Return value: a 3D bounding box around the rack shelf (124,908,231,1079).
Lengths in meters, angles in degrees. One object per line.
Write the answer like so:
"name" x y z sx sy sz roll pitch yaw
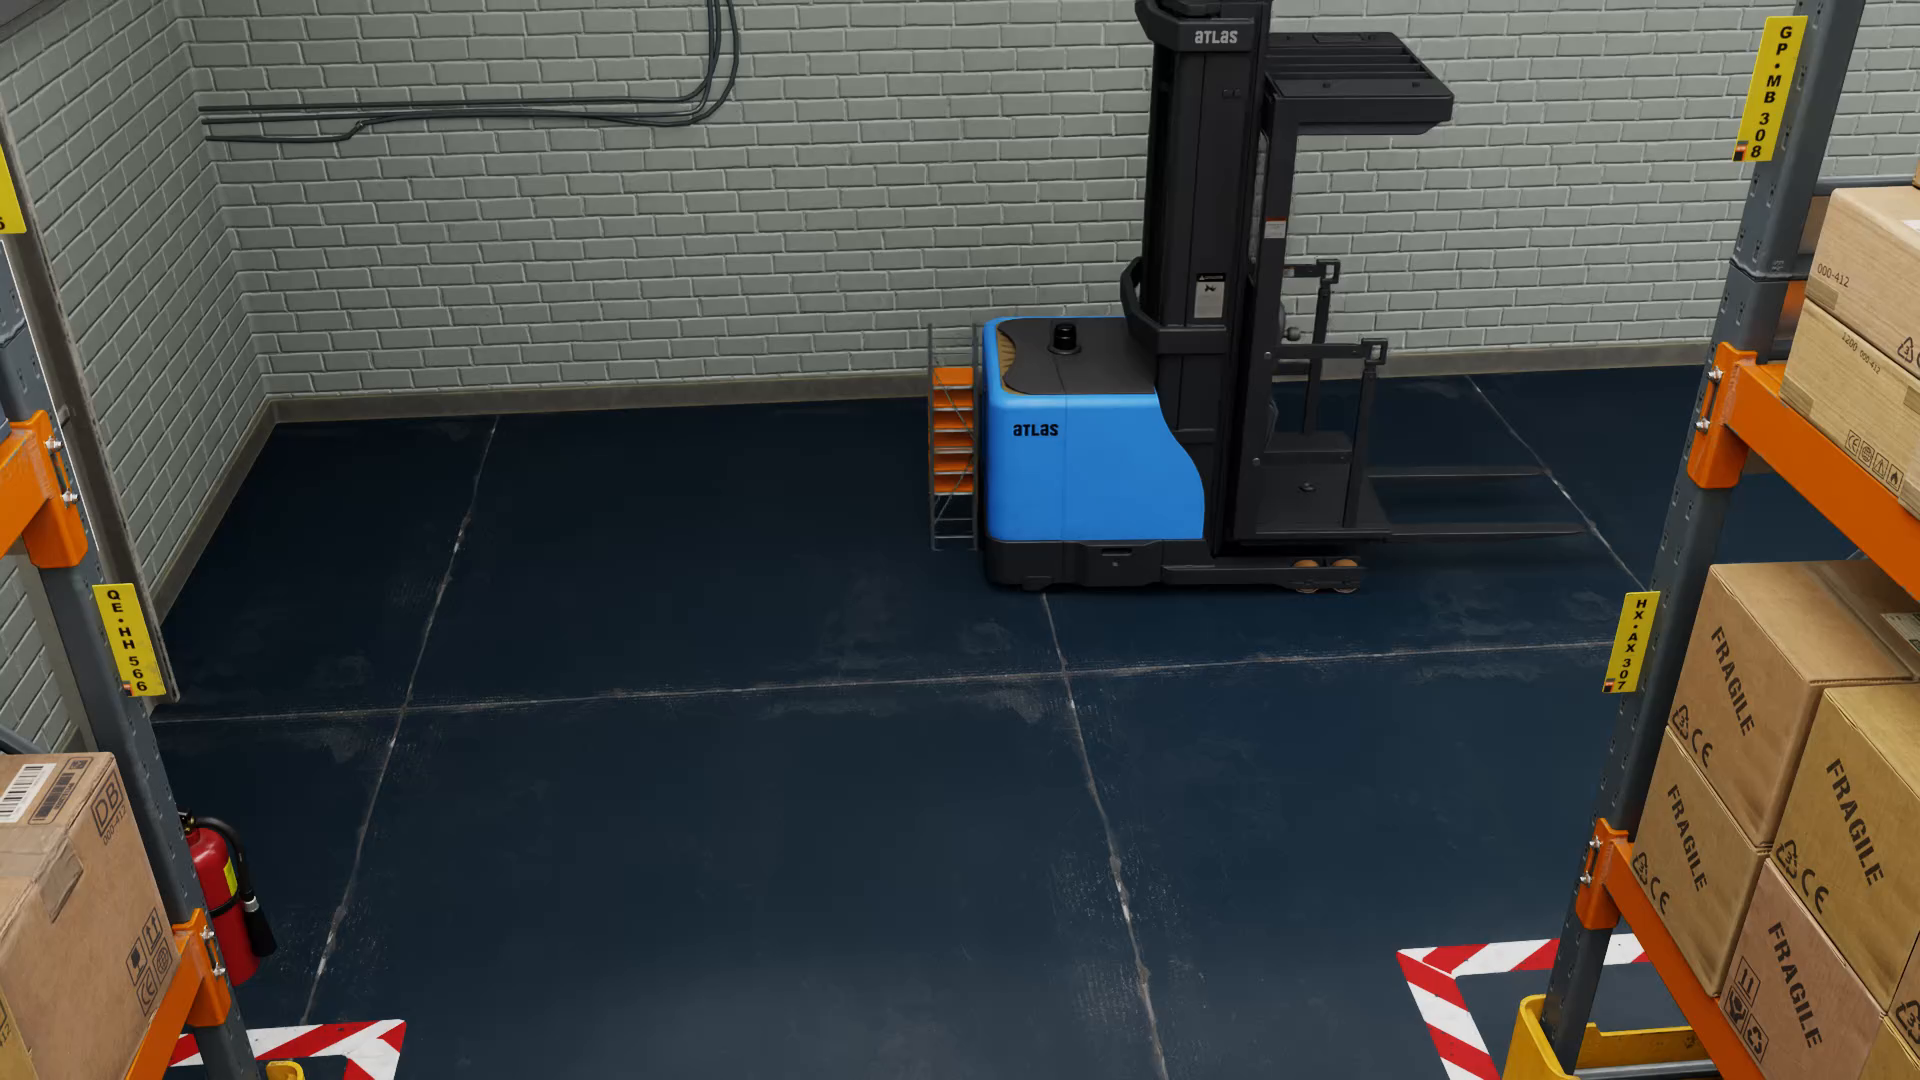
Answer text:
"rack shelf" -2.381 2.194 2.853 1.077 0.370 4.000 -3 31 -5

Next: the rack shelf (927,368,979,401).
"rack shelf" -0.036 -0.779 8.267 0.258 0.103 0.180 -1 31 -1

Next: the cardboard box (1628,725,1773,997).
"cardboard box" 2.143 0.821 4.352 0.500 0.500 0.500 -2 31 -4

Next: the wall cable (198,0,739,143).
"wall cable" -2.740 -3.283 8.499 3.097 2.526 0.112 -3 31 -5

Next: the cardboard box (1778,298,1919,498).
"cardboard box" 2.159 -0.324 3.588 0.500 0.250 0.500 -3 31 -5

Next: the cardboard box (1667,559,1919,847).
"cardboard box" 2.143 0.392 4.096 0.500 0.500 0.500 -2 31 -3

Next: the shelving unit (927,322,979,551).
"shelving unit" -0.034 -0.508 8.429 0.258 1.200 0.189 -1 31 -1

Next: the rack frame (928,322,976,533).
"rack frame" -0.036 -0.555 8.508 0.240 1.200 0.006 -1 31 -1

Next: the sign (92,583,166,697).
"sign" -2.026 0.247 4.052 0.100 0.325 0.005 -3 31 -5

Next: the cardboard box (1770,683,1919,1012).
"cardboard box" 2.199 0.659 3.649 0.500 0.500 0.500 -2 31 -4

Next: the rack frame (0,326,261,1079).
"rack frame" -2.568 0.864 4.378 1.000 3.000 0.127 -3 31 -5

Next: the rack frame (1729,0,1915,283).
"rack frame" 2.364 -1.950 3.240 1.000 3.000 0.127 -3 31 -5

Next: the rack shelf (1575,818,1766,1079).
"rack shelf" 2.551 1.955 3.253 1.077 0.370 4.000 -3 31 -5

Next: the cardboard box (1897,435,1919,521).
"cardboard box" 2.193 -0.068 3.159 0.500 0.250 0.500 -3 31 -5

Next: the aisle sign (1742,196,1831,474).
"aisle sign" 2.065 -0.512 4.146 0.394 0.787 0.004 -3 31 -5

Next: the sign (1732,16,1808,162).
"sign" 1.824 -1.012 3.741 0.100 0.325 0.005 -3 31 -5

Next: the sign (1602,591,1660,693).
"sign" 1.824 0.280 4.512 0.100 0.325 0.005 -3 31 -5

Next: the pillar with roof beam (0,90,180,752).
"pillar with roof beam" 0.605 -3.254 5.423 9.100 9.000 0.400 -3 31 -5

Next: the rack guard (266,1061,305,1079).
"rack guard" -2.570 1.925 5.039 1.175 0.500 0.348 -3 31 -5

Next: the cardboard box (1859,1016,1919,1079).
"cardboard box" 2.240 1.341 3.482 0.500 0.500 0.500 -3 31 -5

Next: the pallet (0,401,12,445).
"pallet" -2.488 -0.007 2.998 1.003 0.211 1.213 -3 31 -5

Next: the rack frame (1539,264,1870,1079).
"rack frame" 2.364 0.625 4.778 1.000 3.000 0.127 -3 31 -5

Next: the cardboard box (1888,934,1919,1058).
"cardboard box" 2.241 0.914 3.221 0.500 0.500 0.500 -2 31 -4

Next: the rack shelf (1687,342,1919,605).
"rack shelf" 2.551 0.667 2.484 1.077 0.370 4.000 -3 31 -5

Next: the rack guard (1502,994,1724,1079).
"rack guard" 2.371 1.737 5.354 1.175 0.500 0.348 -3 31 -5

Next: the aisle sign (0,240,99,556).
"aisle sign" -2.276 -0.303 3.797 0.394 0.787 0.004 -3 31 -5

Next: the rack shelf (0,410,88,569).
"rack shelf" -2.381 0.907 2.083 1.077 0.370 4.000 -3 31 -5

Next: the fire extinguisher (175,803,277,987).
"fire extinguisher" -2.122 0.959 4.659 0.296 0.674 0.183 -3 31 -5

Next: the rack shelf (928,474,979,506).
"rack shelf" -0.033 -0.264 8.575 0.258 0.103 0.180 -1 31 -1

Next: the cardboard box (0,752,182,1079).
"cardboard box" -2.510 0.996 3.866 0.980 0.700 0.700 -1 31 -2

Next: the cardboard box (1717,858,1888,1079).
"cardboard box" 2.196 1.085 3.911 0.500 0.500 0.500 -3 31 -5

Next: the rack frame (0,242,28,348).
"rack frame" -2.568 -1.711 2.839 1.000 3.000 0.127 -3 31 -5

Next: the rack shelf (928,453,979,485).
"rack shelf" -0.034 -0.367 8.513 0.258 0.103 0.180 -1 31 -1

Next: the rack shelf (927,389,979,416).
"rack shelf" -0.035 -0.676 8.329 0.258 0.103 0.180 -1 31 -1

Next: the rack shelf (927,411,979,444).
"rack shelf" -0.035 -0.573 8.390 0.258 0.103 0.180 -1 31 -1

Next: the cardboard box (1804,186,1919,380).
"cardboard box" 2.153 -0.538 3.459 0.500 0.250 0.500 -3 31 -5

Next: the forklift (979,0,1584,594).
"forklift" 1.630 -1.264 8.008 3.031 2.935 1.130 -1 31 -1

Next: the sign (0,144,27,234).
"sign" -2.026 -0.788 3.433 0.100 0.325 0.005 -3 31 -5

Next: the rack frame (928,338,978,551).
"rack frame" -0.032 -0.461 8.351 0.240 1.200 0.006 -1 31 -1

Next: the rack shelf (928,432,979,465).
"rack shelf" -0.034 -0.470 8.452 0.258 0.103 0.180 -1 31 -1

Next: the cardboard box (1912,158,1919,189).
"cardboard box" 2.428 -0.873 3.289 0.700 0.500 0.500 -3 31 -5
